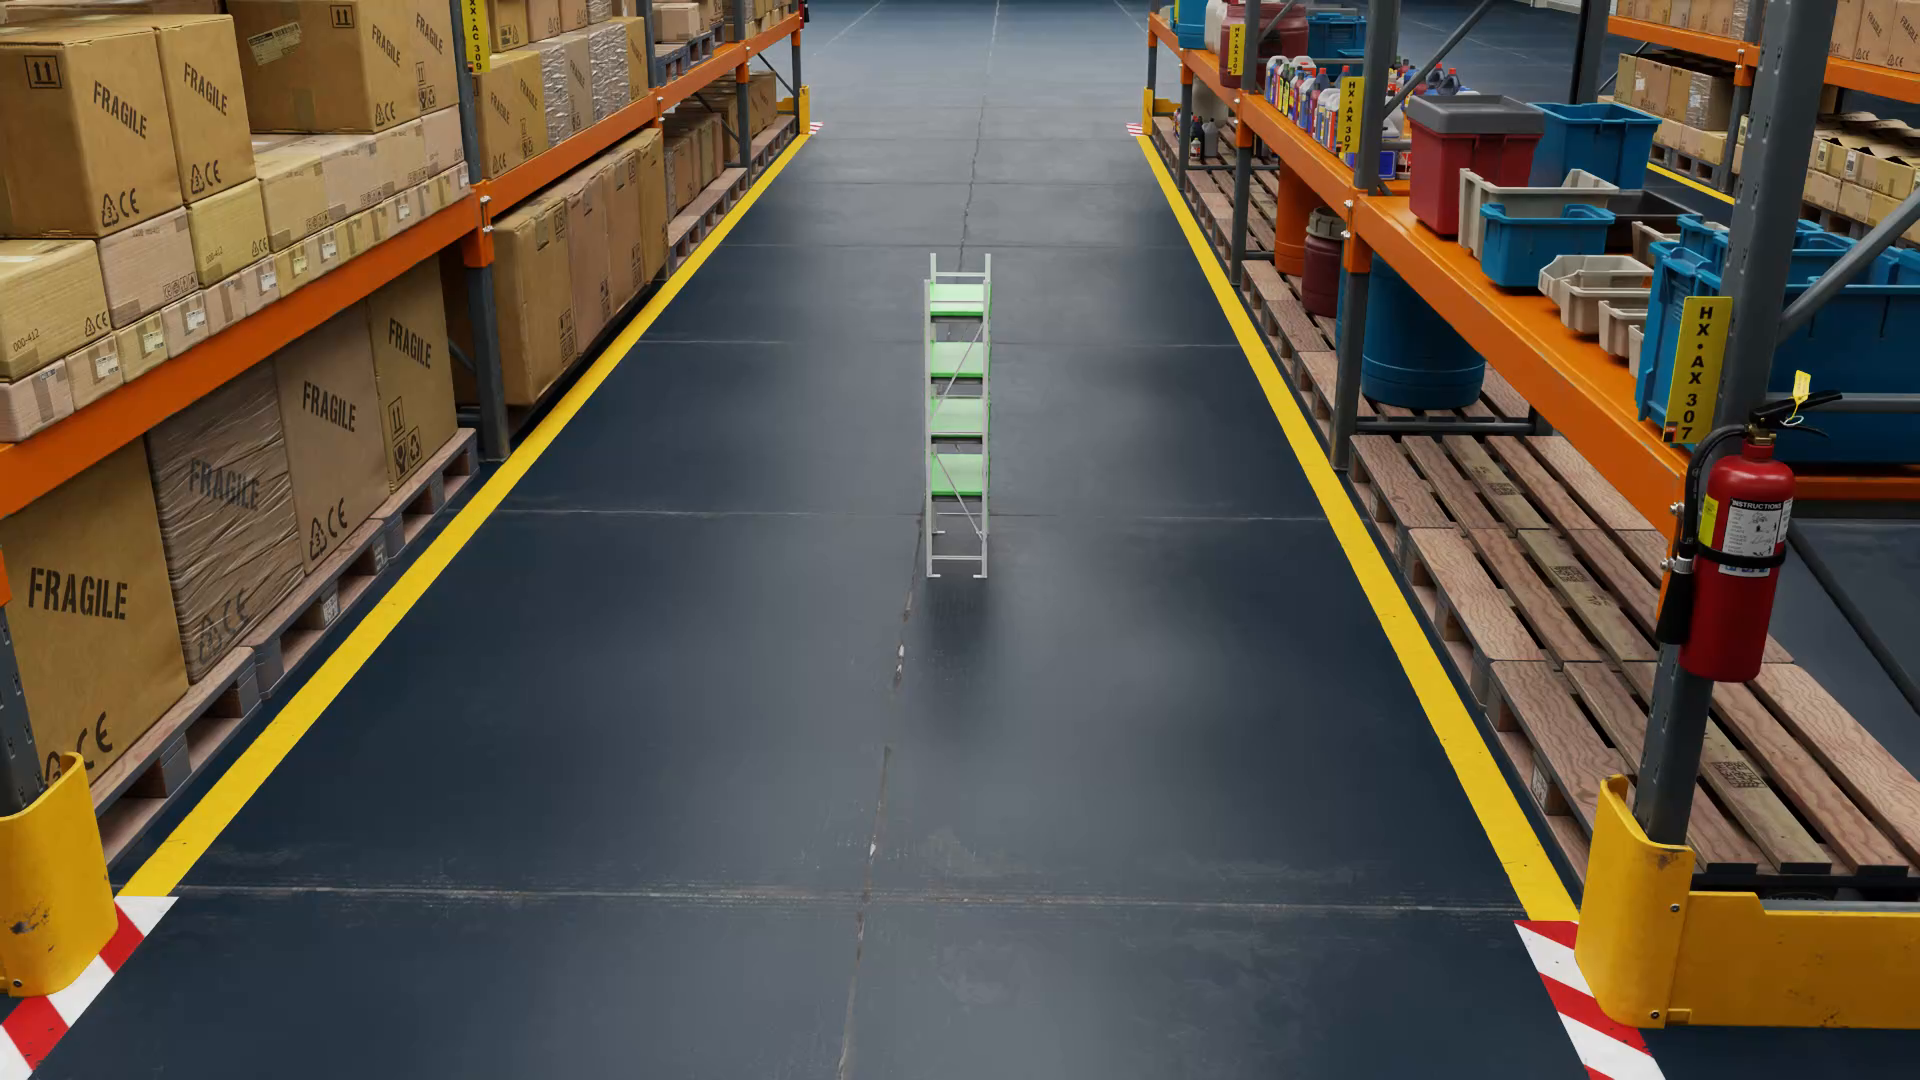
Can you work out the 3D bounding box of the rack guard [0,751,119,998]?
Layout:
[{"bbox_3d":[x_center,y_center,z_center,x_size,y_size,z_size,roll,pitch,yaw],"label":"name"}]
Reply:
[{"bbox_3d":[-2.806,0.830,4.198,1.175,0.500,0.348,1,21,2],"label":"rack guard"}]

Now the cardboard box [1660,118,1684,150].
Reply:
[{"bbox_3d":[7.283,-4.018,16.458,0.500,0.250,0.500,1,21,2],"label":"cardboard box"}]

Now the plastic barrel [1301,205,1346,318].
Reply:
[{"bbox_3d":[2.357,-1.668,9.934,0.600,0.588,0.708,1,21,2],"label":"plastic barrel"}]

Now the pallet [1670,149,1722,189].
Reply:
[{"bbox_3d":[7.528,-3.559,15.910,1.003,0.211,1.213,1,21,2],"label":"pallet"}]

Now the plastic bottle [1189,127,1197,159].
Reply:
[{"bbox_3d":[2.195,-3.744,15.679,0.061,0.283,0.133,2,21,4],"label":"plastic bottle"}]

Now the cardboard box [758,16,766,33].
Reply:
[{"bbox_3d":[-2.086,-5.001,16.119,0.380,0.149,0.250,1,21,2],"label":"cardboard box"}]

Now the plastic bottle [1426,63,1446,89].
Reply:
[{"bbox_3d":[2.722,-2.537,9.490,0.144,0.351,0.185,1,21,2],"label":"plastic bottle"}]

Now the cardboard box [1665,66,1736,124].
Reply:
[{"bbox_3d":[7.295,-4.367,16.322,0.500,0.500,0.500,1,21,2],"label":"cardboard box"}]

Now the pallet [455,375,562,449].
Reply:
[{"bbox_3d":[-2.735,-0.770,8.721,1.003,0.211,1.213,1,21,2],"label":"pallet"}]

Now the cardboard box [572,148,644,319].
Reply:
[{"bbox_3d":[-2.638,-1.870,10.058,1.225,0.875,0.875,1,21,2],"label":"cardboard box"}]

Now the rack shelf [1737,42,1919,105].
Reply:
[{"bbox_3d":[7.401,-3.514,12.932,1.077,0.370,4.000,1,21,2],"label":"rack shelf"}]

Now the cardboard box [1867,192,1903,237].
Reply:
[{"bbox_3d":[7.124,-2.419,12.337,0.500,0.250,0.500,0,21,1],"label":"cardboard box"}]

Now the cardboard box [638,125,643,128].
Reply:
[{"bbox_3d":[-2.571,-2.868,12.085,0.500,0.250,0.500,1,21,4],"label":"cardboard box"}]

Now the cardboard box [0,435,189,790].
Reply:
[{"bbox_3d":[-2.866,0.219,4.675,0.875,0.875,0.875,1,21,2],"label":"cardboard box"}]

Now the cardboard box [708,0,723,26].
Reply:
[{"bbox_3d":[-2.604,-4.872,14.029,1.000,1.000,1.000,1,21,2],"label":"cardboard box"}]

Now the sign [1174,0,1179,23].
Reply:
[{"bbox_3d":[1.961,-4.767,14.786,0.100,0.325,0.005,1,21,2],"label":"sign"}]

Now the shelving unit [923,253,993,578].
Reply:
[{"bbox_3d":[-0.005,-0.500,6.658,0.258,1.200,0.503,1,21,2],"label":"shelving unit"}]

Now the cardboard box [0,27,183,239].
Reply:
[{"bbox_3d":[-2.505,-1.113,4.511,0.500,0.500,0.500,0,21,0],"label":"cardboard box"}]

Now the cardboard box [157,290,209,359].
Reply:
[{"bbox_3d":[-2.444,-0.631,4.856,0.380,0.149,0.250,0,21,1],"label":"cardboard box"}]

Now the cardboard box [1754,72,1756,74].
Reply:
[{"bbox_3d":[7.796,-4.181,15.841,0.500,0.500,0.500,1,21,2],"label":"cardboard box"}]

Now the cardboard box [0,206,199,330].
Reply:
[{"bbox_3d":[-2.511,-0.771,4.666,0.500,0.250,0.500,0,21,1],"label":"cardboard box"}]

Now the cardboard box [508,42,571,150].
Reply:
[{"bbox_3d":[-2.390,-2.363,8.834,0.500,0.500,0.500,0,21,0],"label":"cardboard box"}]

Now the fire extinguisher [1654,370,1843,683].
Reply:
[{"bbox_3d":[1.687,-0.030,3.581,0.296,0.674,0.183,1,21,2],"label":"fire extinguisher"}]

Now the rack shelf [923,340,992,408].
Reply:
[{"bbox_3d":[-0.005,-0.664,6.594,0.258,0.148,0.480,1,21,2],"label":"rack shelf"}]

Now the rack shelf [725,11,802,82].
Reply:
[{"bbox_3d":[-2.379,-5.070,16.944,1.077,0.370,4.000,1,21,2],"label":"rack shelf"}]

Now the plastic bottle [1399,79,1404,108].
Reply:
[{"bbox_3d":[2.771,-2.778,10.316,0.097,0.201,0.097,0,21,0],"label":"plastic bottle"}]

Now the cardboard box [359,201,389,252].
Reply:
[{"bbox_3d":[-2.396,-1.187,6.288,0.380,0.149,0.250,1,21,3],"label":"cardboard box"}]

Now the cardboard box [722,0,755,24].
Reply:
[{"bbox_3d":[-2.365,-5.030,15.296,0.875,0.500,0.500,1,21,2],"label":"cardboard box"}]

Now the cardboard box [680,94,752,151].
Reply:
[{"bbox_3d":[-2.378,-4.064,16.232,0.500,0.500,0.500,8,22,19],"label":"cardboard box"}]

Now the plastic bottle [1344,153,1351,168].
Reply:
[{"bbox_3d":[1.967,-1.956,8.094,0.152,0.276,0.135,1,21,2],"label":"plastic bottle"}]

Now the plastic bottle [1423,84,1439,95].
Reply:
[{"bbox_3d":[2.590,-2.371,9.170,0.097,0.271,0.097,0,21,0],"label":"plastic bottle"}]

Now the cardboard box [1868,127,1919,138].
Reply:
[{"bbox_3d":[7.709,-3.229,13.650,0.500,0.311,0.500,1,21,1],"label":"cardboard box"}]

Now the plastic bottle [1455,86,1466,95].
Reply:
[{"bbox_3d":[2.731,-2.334,9.076,0.097,0.271,0.097,0,21,0],"label":"plastic bottle"}]

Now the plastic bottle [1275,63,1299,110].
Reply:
[{"bbox_3d":[2.039,-2.804,10.280,0.152,0.276,0.135,1,21,2],"label":"plastic bottle"}]

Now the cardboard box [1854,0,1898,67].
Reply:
[{"bbox_3d":[7.391,-3.970,12.975,0.500,0.500,0.500,1,21,2],"label":"cardboard box"}]

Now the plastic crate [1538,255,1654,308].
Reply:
[{"bbox_3d":[1.987,-0.804,5.236,0.298,0.136,0.250,1,21,2],"label":"plastic crate"}]

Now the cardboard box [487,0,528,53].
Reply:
[{"bbox_3d":[-2.640,-2.783,8.530,0.797,0.503,0.637,1,21,2],"label":"cardboard box"}]

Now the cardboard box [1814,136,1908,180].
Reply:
[{"bbox_3d":[7.154,-3.045,13.175,0.500,0.311,0.500,1,21,3],"label":"cardboard box"}]

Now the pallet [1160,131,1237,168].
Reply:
[{"bbox_3d":[2.607,-4.013,17.079,1.003,0.211,1.213,1,21,2],"label":"pallet"}]

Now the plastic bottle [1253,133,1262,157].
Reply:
[{"bbox_3d":[2.834,-3.795,15.811,0.061,0.283,0.133,1,21,2],"label":"plastic bottle"}]

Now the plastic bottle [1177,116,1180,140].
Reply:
[{"bbox_3d":[2.252,-4.195,16.858,0.097,0.271,0.097,0,21,0],"label":"plastic bottle"}]

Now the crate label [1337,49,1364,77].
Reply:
[{"bbox_3d":[2.776,-3.252,11.495,0.303,0.233,0.416,1,21,2],"label":"crate label"}]

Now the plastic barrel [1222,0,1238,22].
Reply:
[{"bbox_3d":[2.227,-3.926,12.813,0.433,0.535,0.433,0,21,0],"label":"plastic barrel"}]

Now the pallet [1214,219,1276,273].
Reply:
[{"bbox_3d":[2.451,-2.161,12.308,1.003,0.211,1.213,1,21,2],"label":"pallet"}]

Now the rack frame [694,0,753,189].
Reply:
[{"bbox_3d":[-2.440,-4.682,14.950,1.000,3.000,0.127,1,21,2],"label":"rack frame"}]

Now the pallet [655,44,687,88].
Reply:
[{"bbox_3d":[-2.647,-3.406,11.925,1.213,0.211,1.003,1,21,2],"label":"pallet"}]

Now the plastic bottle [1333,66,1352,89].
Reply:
[{"bbox_3d":[2.158,-2.494,9.377,0.144,0.351,0.185,1,21,2],"label":"plastic bottle"}]

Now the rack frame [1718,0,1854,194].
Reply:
[{"bbox_3d":[7.461,-4.572,14.666,1.000,3.000,0.127,1,21,2],"label":"rack frame"}]

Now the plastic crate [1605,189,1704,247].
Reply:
[{"bbox_3d":[2.502,-1.228,6.343,0.437,0.125,0.590,1,21,2],"label":"plastic crate"}]

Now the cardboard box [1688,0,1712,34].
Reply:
[{"bbox_3d":[7.497,-5.151,16.020,0.700,0.500,0.500,1,21,2],"label":"cardboard box"}]

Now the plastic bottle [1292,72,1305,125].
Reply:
[{"bbox_3d":[1.972,-2.557,9.634,0.061,0.283,0.133,1,21,2],"label":"plastic bottle"}]

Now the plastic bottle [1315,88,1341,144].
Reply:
[{"bbox_3d":[1.994,-2.271,8.906,0.152,0.276,0.135,1,21,2],"label":"plastic bottle"}]
